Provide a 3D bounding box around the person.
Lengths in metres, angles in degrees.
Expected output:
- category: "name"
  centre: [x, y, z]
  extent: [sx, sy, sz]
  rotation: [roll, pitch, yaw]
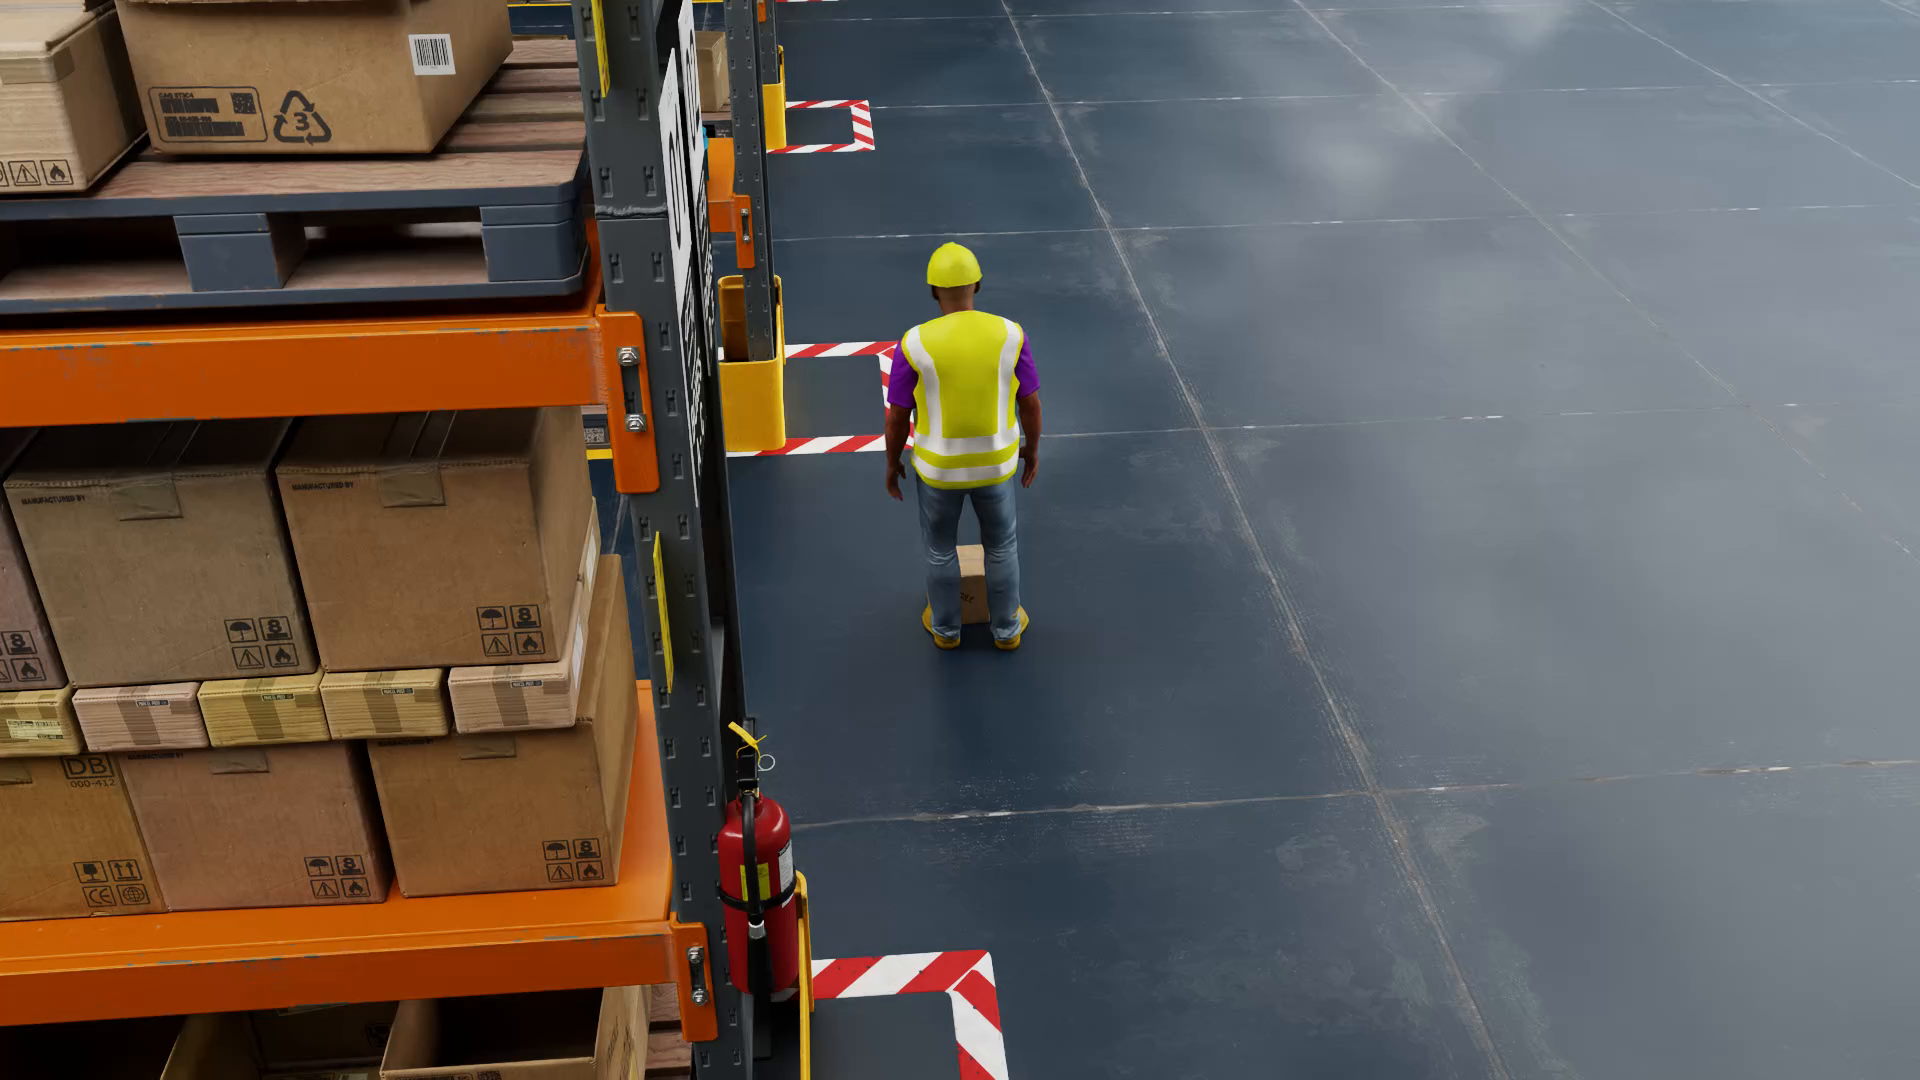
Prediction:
- category: "person"
  centre: [0.011, -0.330, 6.670]
  extent: [0.634, 1.756, 0.460]
  rotation: [-5, 31, -8]
